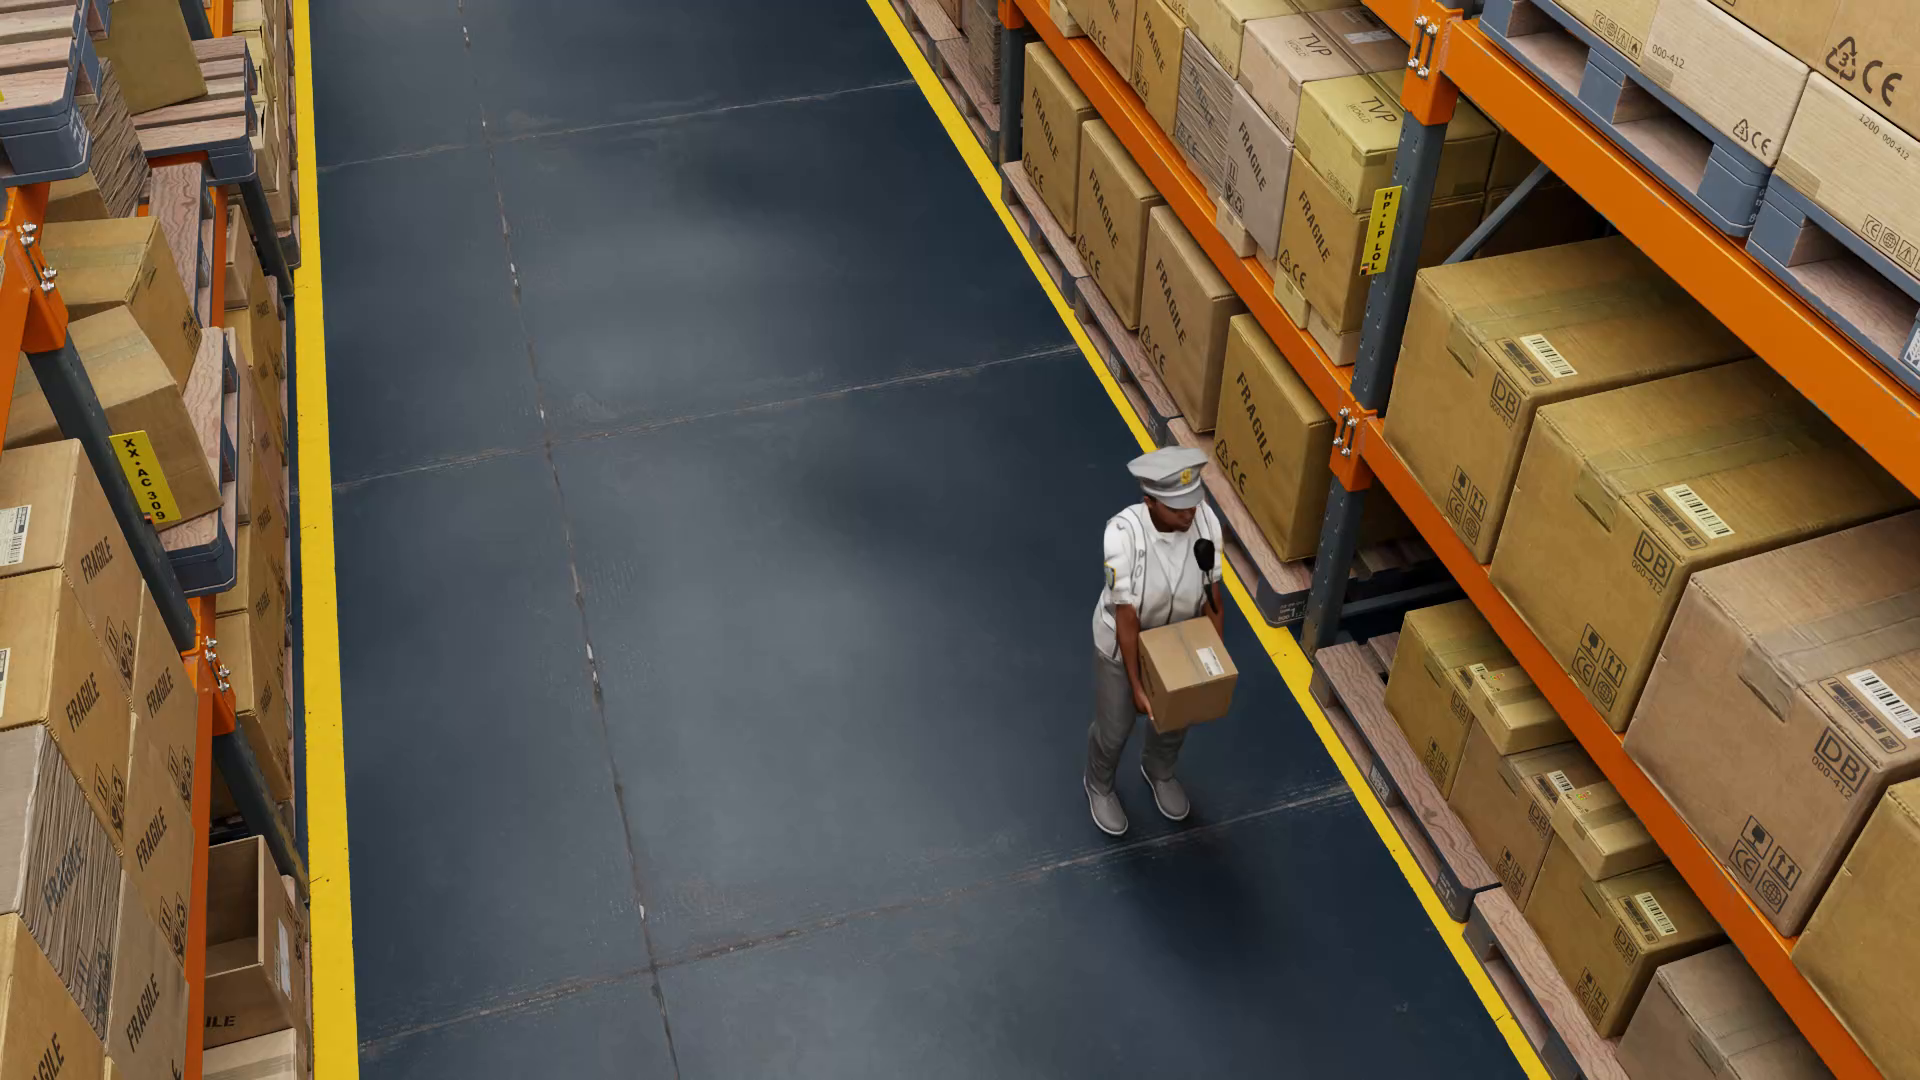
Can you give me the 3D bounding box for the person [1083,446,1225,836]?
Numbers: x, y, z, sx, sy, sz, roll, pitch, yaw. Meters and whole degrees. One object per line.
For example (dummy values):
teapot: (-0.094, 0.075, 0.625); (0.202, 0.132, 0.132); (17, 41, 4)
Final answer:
person: (0.689, 0.403, 5.707); (0.416, 1.690, 0.526); (-13, 44, -13)
